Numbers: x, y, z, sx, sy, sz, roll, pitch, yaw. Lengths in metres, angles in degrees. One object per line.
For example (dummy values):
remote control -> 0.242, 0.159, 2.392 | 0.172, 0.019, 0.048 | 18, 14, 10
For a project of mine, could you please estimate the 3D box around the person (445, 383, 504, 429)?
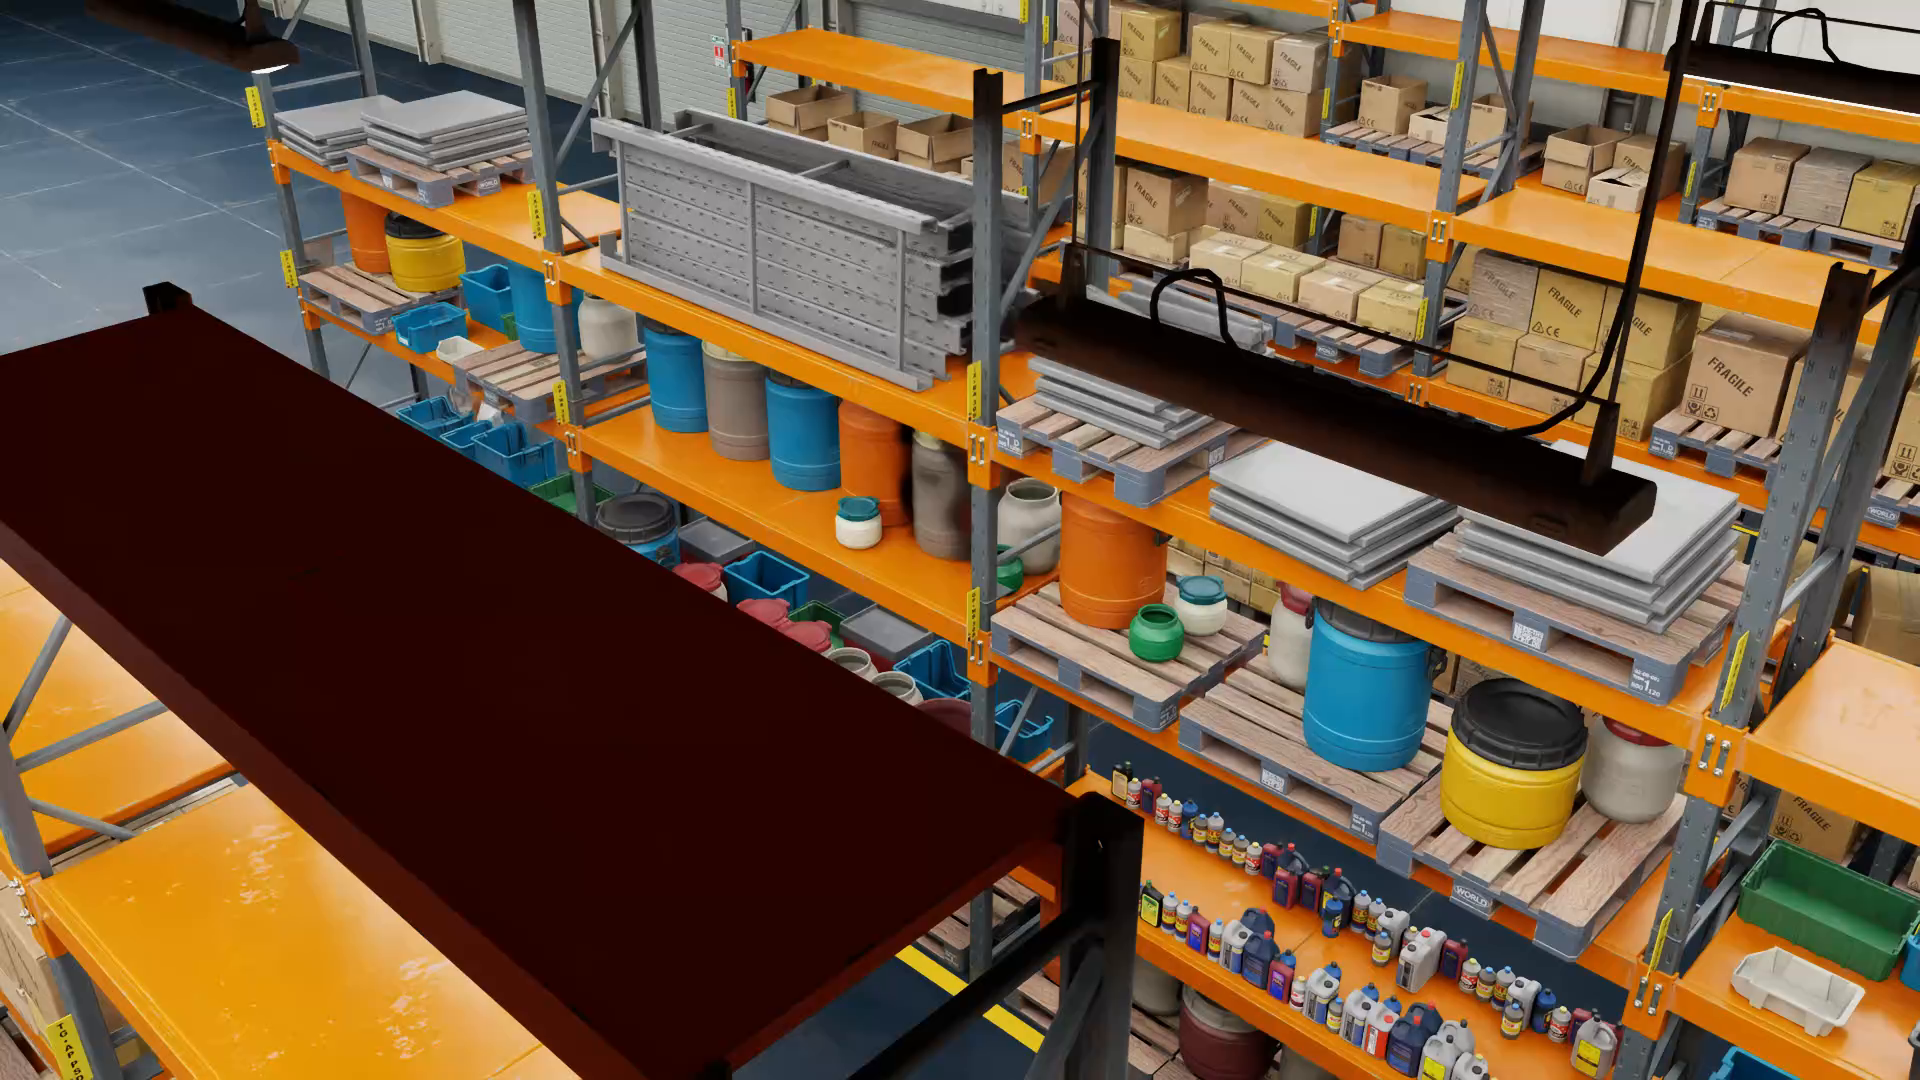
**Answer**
person -> -4.793, -1.182, 16.681 | 0.822, 1.697, 0.620 | 4, 30, 7
